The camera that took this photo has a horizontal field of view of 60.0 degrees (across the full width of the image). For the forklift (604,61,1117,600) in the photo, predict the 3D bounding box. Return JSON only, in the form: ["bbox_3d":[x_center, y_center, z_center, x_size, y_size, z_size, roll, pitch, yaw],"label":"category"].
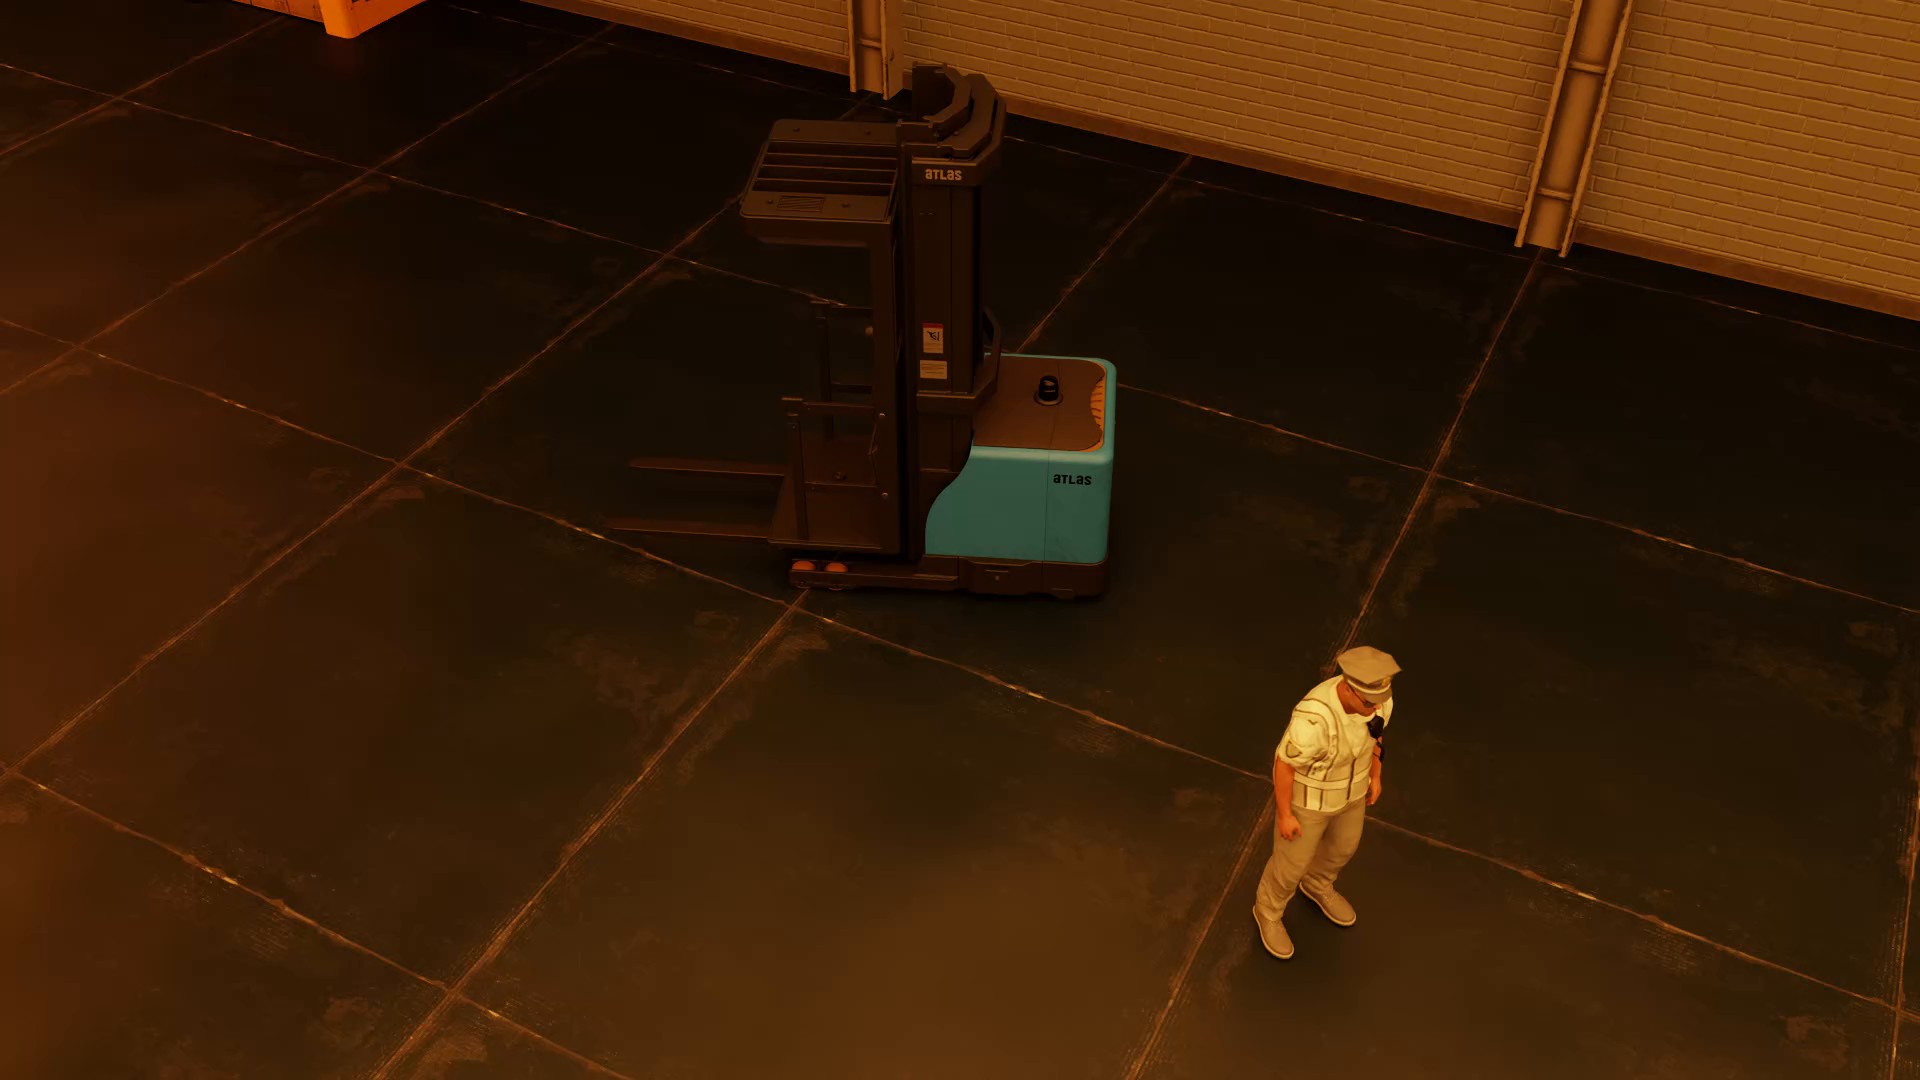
[{"bbox_3d":[-0.606,-1.157,9.360,3.031,2.935,1.130,3,40,4],"label":"forklift"}]

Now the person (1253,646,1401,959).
[{"bbox_3d":[1.656,1.132,7.558,0.585,1.749,0.435,-19,44,-22],"label":"person"}]
